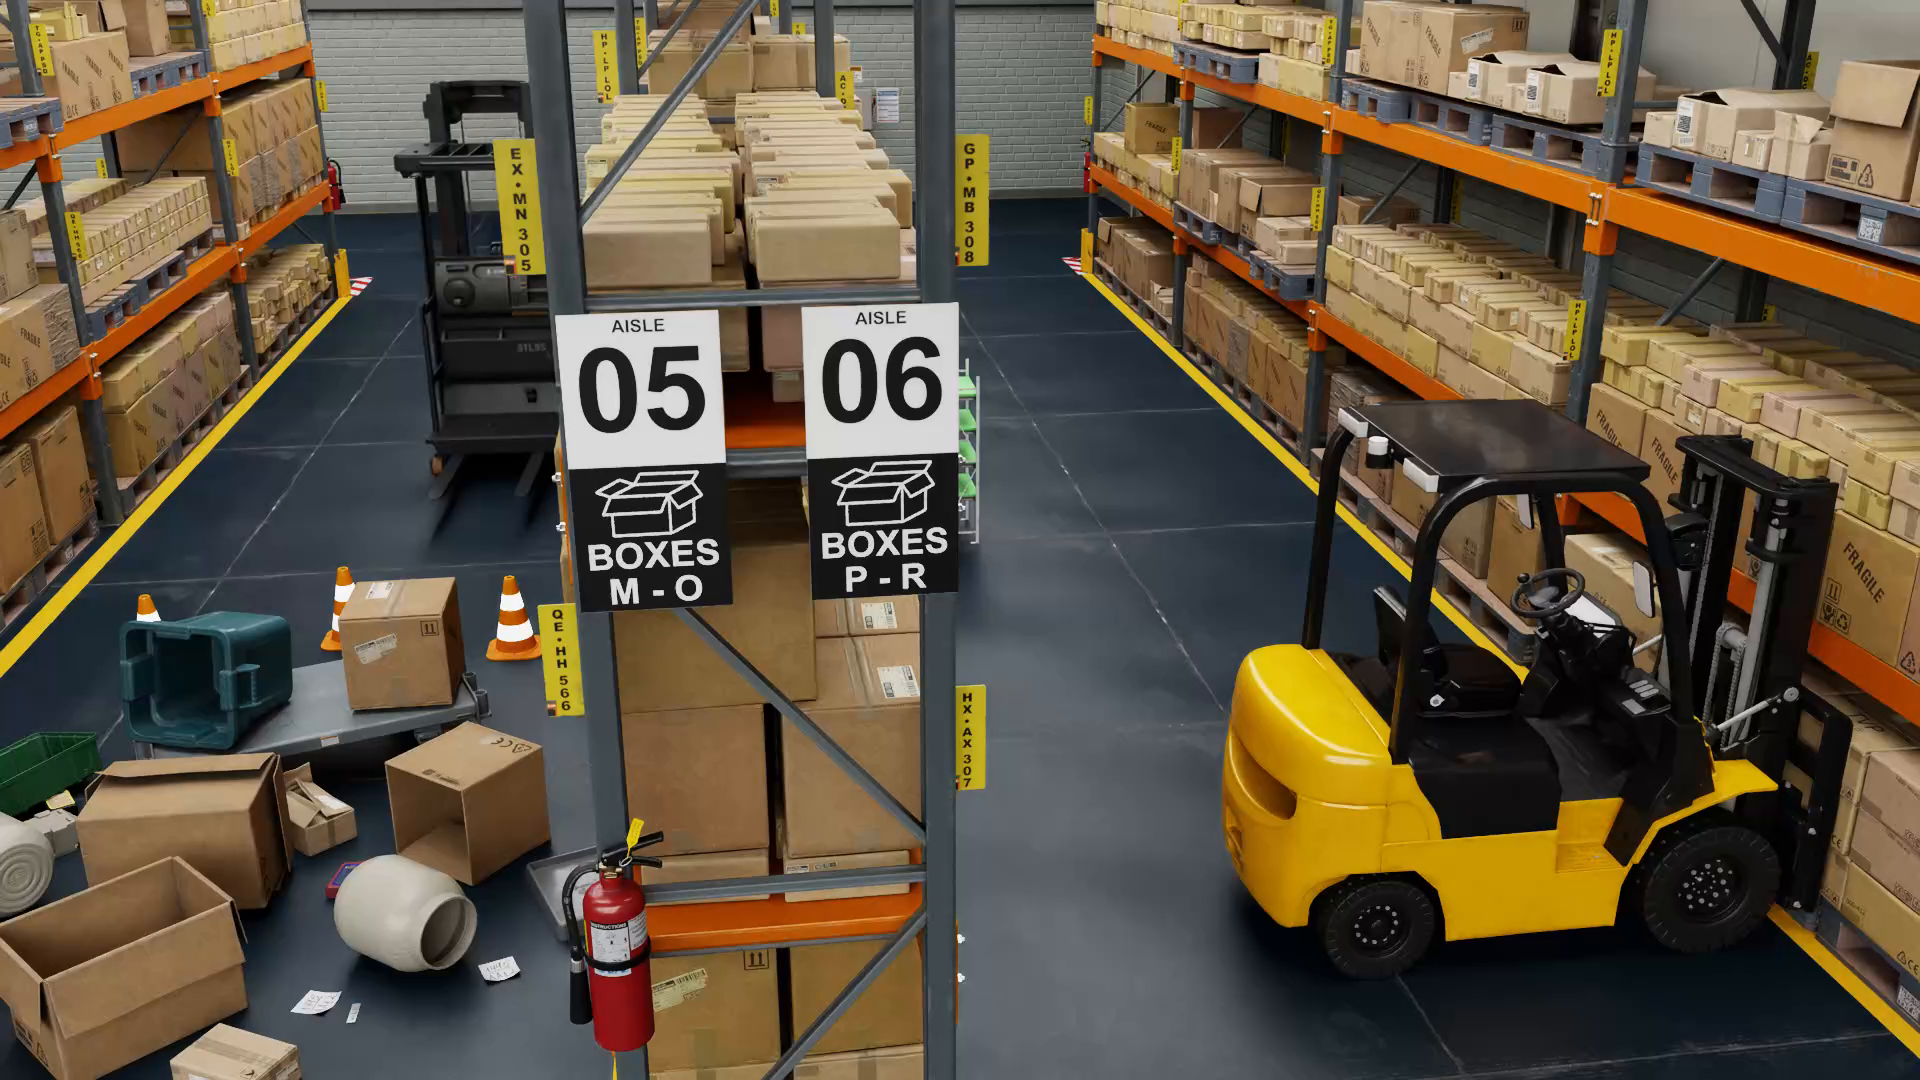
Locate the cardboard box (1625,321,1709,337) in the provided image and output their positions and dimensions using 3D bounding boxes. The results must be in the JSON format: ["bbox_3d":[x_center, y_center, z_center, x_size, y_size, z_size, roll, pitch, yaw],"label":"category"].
[{"bbox_3d":[3.982,-1.127,9.377,0.380,0.149,0.250,-3,21,-9],"label":"cardboard box"}]

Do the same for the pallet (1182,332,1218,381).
[{"bbox_3d":[2.822,-1.828,16.308,1.003,0.211,1.213,-3,21,-8],"label":"pallet"}]

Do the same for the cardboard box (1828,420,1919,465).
[{"bbox_3d":[3.910,-0.393,6.987,0.380,0.149,0.250,-3,21,-7],"label":"cardboard box"}]

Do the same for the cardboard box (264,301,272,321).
[{"bbox_3d":[-7.096,-2.279,16.580,0.380,0.149,0.250,-4,21,-11],"label":"cardboard box"}]

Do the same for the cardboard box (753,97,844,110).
[{"bbox_3d":[-0.716,-1.868,7.364,0.380,0.149,0.250,-3,21,-9],"label":"cardboard box"}]

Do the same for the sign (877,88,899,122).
[{"bbox_3d":[-1.098,-6.606,25.251,0.329,0.494,0.001,-3,21,-8],"label":"sign"}]

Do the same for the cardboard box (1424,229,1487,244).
[{"bbox_3d":[3.639,-2.192,12.228,0.380,0.149,0.250,-2,21,-6],"label":"cardboard box"}]

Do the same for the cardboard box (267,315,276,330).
[{"bbox_3d":[-7.074,-2.142,16.638,0.380,0.149,0.250,-3,21,-9],"label":"cardboard box"}]

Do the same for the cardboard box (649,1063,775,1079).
[{"bbox_3d":[-0.901,1.809,5.914,0.500,0.250,0.500,-3,21,-8],"label":"cardboard box"}]

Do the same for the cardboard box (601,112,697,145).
[{"bbox_3d":[-1.262,-1.655,6.792,0.380,0.149,0.250,-3,21,-8],"label":"cardboard box"}]

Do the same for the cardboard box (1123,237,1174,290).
[{"bbox_3d":[2.147,-3.122,18.760,0.500,0.500,0.500,-3,21,-7],"label":"cardboard box"}]

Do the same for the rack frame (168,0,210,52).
[{"bbox_3d":[-7.128,-5.688,14.083,1.000,3.000,0.127,-3,21,-8],"label":"rack frame"}]

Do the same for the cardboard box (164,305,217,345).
[{"bbox_3d":[-6.710,-1.831,14.231,0.500,0.250,0.500,-2,21,-5],"label":"cardboard box"}]

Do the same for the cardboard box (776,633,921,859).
[{"bbox_3d":[-0.308,0.629,5.178,0.500,0.500,0.500,-3,21,-9],"label":"cardboard box"}]

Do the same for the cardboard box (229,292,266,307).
[{"bbox_3d":[-7.039,-2.330,16.293,0.380,0.149,0.250,-3,21,-9],"label":"cardboard box"}]

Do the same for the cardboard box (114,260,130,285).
[{"bbox_3d":[-6.535,-2.016,12.586,0.380,0.149,0.250,-2,21,-5],"label":"cardboard box"}]

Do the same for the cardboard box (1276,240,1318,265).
[{"bbox_3d":[2.769,-2.316,13.388,0.380,0.149,0.250,-3,21,-7],"label":"cardboard box"}]

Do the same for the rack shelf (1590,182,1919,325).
[{"bbox_3d":[4.108,-1.020,6.900,1.077,0.370,4.000,-3,21,-8],"label":"rack shelf"}]

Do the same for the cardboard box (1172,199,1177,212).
[{"bbox_3d":[2.371,-3.394,16.874,0.380,0.149,0.250,-3,21,-7],"label":"cardboard box"}]

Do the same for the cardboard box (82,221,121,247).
[{"bbox_3d":[-6.536,-2.290,12.468,0.380,0.149,0.250,-4,21,-10],"label":"cardboard box"}]

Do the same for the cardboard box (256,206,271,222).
[{"bbox_3d":[-7.051,-3.235,16.449,0.380,0.149,0.250,-3,21,-7],"label":"cardboard box"}]

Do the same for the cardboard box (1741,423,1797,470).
[{"bbox_3d":[3.762,-0.426,7.500,0.380,0.149,0.250,-4,21,-9],"label":"cardboard box"}]

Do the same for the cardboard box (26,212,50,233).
[{"bbox_3d":[-7.260,-2.445,12.883,0.380,0.149,0.250,-2,21,-5],"label":"cardboard box"}]

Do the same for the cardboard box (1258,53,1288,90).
[{"bbox_3d":[2.784,-3.876,13.735,0.500,0.250,0.500,-3,21,-8],"label":"cardboard box"}]

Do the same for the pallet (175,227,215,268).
[{"bbox_3d":[-7.162,-2.516,14.438,1.003,0.211,1.213,-3,21,-8],"label":"pallet"}]

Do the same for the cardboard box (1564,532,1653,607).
[{"bbox_3d":[3.579,0.162,8.895,0.500,0.250,0.500,-3,21,-9],"label":"cardboard box"}]

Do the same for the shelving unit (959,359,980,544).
[{"bbox_3d":[-0.024,-0.619,11.660,0.258,1.200,0.503,-3,21,-8],"label":"shelving unit"}]

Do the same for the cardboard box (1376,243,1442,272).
[{"bbox_3d":[3.150,-1.984,11.672,0.380,0.149,0.250,-3,21,-7],"label":"cardboard box"}]

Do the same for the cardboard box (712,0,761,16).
[{"bbox_3d":[-2.121,-5.072,15.836,0.500,0.500,0.500,-3,21,-7],"label":"cardboard box"}]

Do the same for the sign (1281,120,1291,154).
[{"bbox_3d":[3.216,-3.985,16.445,0.100,0.325,0.005,-3,21,-8],"label":"sign"}]

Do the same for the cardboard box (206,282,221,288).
[{"bbox_3d":[-7.647,-2.483,16.700,0.380,0.149,0.250,-4,21,-10],"label":"cardboard box"}]

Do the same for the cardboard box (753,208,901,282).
[{"bbox_3d":[-0.364,-0.802,4.508,0.380,0.149,0.250,-3,21,-8],"label":"cardboard box"}]

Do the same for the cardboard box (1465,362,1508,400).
[{"bbox_3d":[3.411,-0.909,10.076,0.500,0.250,0.500,-3,21,-8],"label":"cardboard box"}]

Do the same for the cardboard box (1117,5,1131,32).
[{"bbox_3d":[2.039,-5.753,18.334,0.500,0.250,0.500,-4,21,-9],"label":"cardboard box"}]

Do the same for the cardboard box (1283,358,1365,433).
[{"bbox_3d":[2.970,-1.190,13.588,0.500,0.500,0.500,-2,21,-6],"label":"cardboard box"}]

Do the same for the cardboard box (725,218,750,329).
[{"bbox_3d":[-0.913,-0.820,5.127,0.500,0.250,0.500,-3,21,-8],"label":"cardboard box"}]

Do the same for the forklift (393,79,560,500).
[{"bbox_3d":[-3.614,-1.991,12.859,1.130,2.935,3.031,-2,21,-6],"label":"forklift"}]

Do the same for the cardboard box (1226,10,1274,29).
[{"bbox_3d":[2.530,-4.516,14.424,0.380,0.149,0.250,-3,21,-7],"label":"cardboard box"}]

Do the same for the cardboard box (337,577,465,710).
[{"bbox_3d":[-2.848,0.524,8.516,0.500,0.500,0.500,-3,21,-8],"label":"cardboard box"}]

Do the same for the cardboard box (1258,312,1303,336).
[{"bbox_3d":[2.828,-1.883,14.516,0.380,0.149,0.250,-3,21,-9],"label":"cardboard box"}]

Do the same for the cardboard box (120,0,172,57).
[{"bbox_3d":[-7.182,-4.389,14.151,0.700,0.500,0.500,-3,21,-8],"label":"cardboard box"}]

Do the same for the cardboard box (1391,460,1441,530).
[{"bbox_3d":[3.519,-0.437,11.394,0.875,0.625,0.625,-4,21,-10],"label":"cardboard box"}]

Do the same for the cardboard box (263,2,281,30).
[{"bbox_3d":[-7.240,-5.330,16.913,0.500,0.250,0.500,-3,21,-7],"label":"cardboard box"}]

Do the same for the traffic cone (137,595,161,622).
[{"bbox_3d":[-4.674,0.540,9.608,0.336,0.463,0.334,-3,21,-8],"label":"traffic cone"}]

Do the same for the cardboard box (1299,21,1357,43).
[{"bbox_3d":[2.879,-3.980,13.017,0.380,0.149,0.250,-4,21,-10],"label":"cardboard box"}]

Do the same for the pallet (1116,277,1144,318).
[{"bbox_3d":[2.390,-2.768,18.827,1.003,0.211,1.213,-3,21,-8],"label":"pallet"}]

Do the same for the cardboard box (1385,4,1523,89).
[{"bbox_3d":[3.279,-3.292,11.069,0.700,0.500,0.500,-3,21,-9],"label":"cardboard box"}]

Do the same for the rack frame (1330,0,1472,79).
[{"bbox_3d":[3.244,-4.839,11.811,1.000,3.000,0.127,-3,21,-8],"label":"rack frame"}]

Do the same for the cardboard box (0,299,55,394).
[{"bbox_3d":[-6.150,-1.224,10.564,0.500,0.500,0.500,-3,21,-8],"label":"cardboard box"}]

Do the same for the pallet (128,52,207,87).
[{"bbox_3d":[-7.145,-3.975,14.054,1.213,0.211,1.003,-3,21,-8],"label":"pallet"}]

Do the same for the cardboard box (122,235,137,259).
[{"bbox_3d":[-6.577,-2.248,12.782,0.380,0.149,0.250,-3,21,-8],"label":"cardboard box"}]

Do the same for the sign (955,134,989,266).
[{"bbox_3d":[0.022,-0.849,4.167,0.100,0.325,0.005,-3,21,-8],"label":"sign"}]

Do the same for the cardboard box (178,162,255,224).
[{"bbox_3d":[-6.950,-3.248,15.557,0.500,0.500,0.500,-3,21,-9],"label":"cardboard box"}]

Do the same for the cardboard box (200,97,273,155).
[{"bbox_3d":[-7.084,-4.055,16.290,0.500,0.500,0.500,-3,21,-7],"label":"cardboard box"}]
